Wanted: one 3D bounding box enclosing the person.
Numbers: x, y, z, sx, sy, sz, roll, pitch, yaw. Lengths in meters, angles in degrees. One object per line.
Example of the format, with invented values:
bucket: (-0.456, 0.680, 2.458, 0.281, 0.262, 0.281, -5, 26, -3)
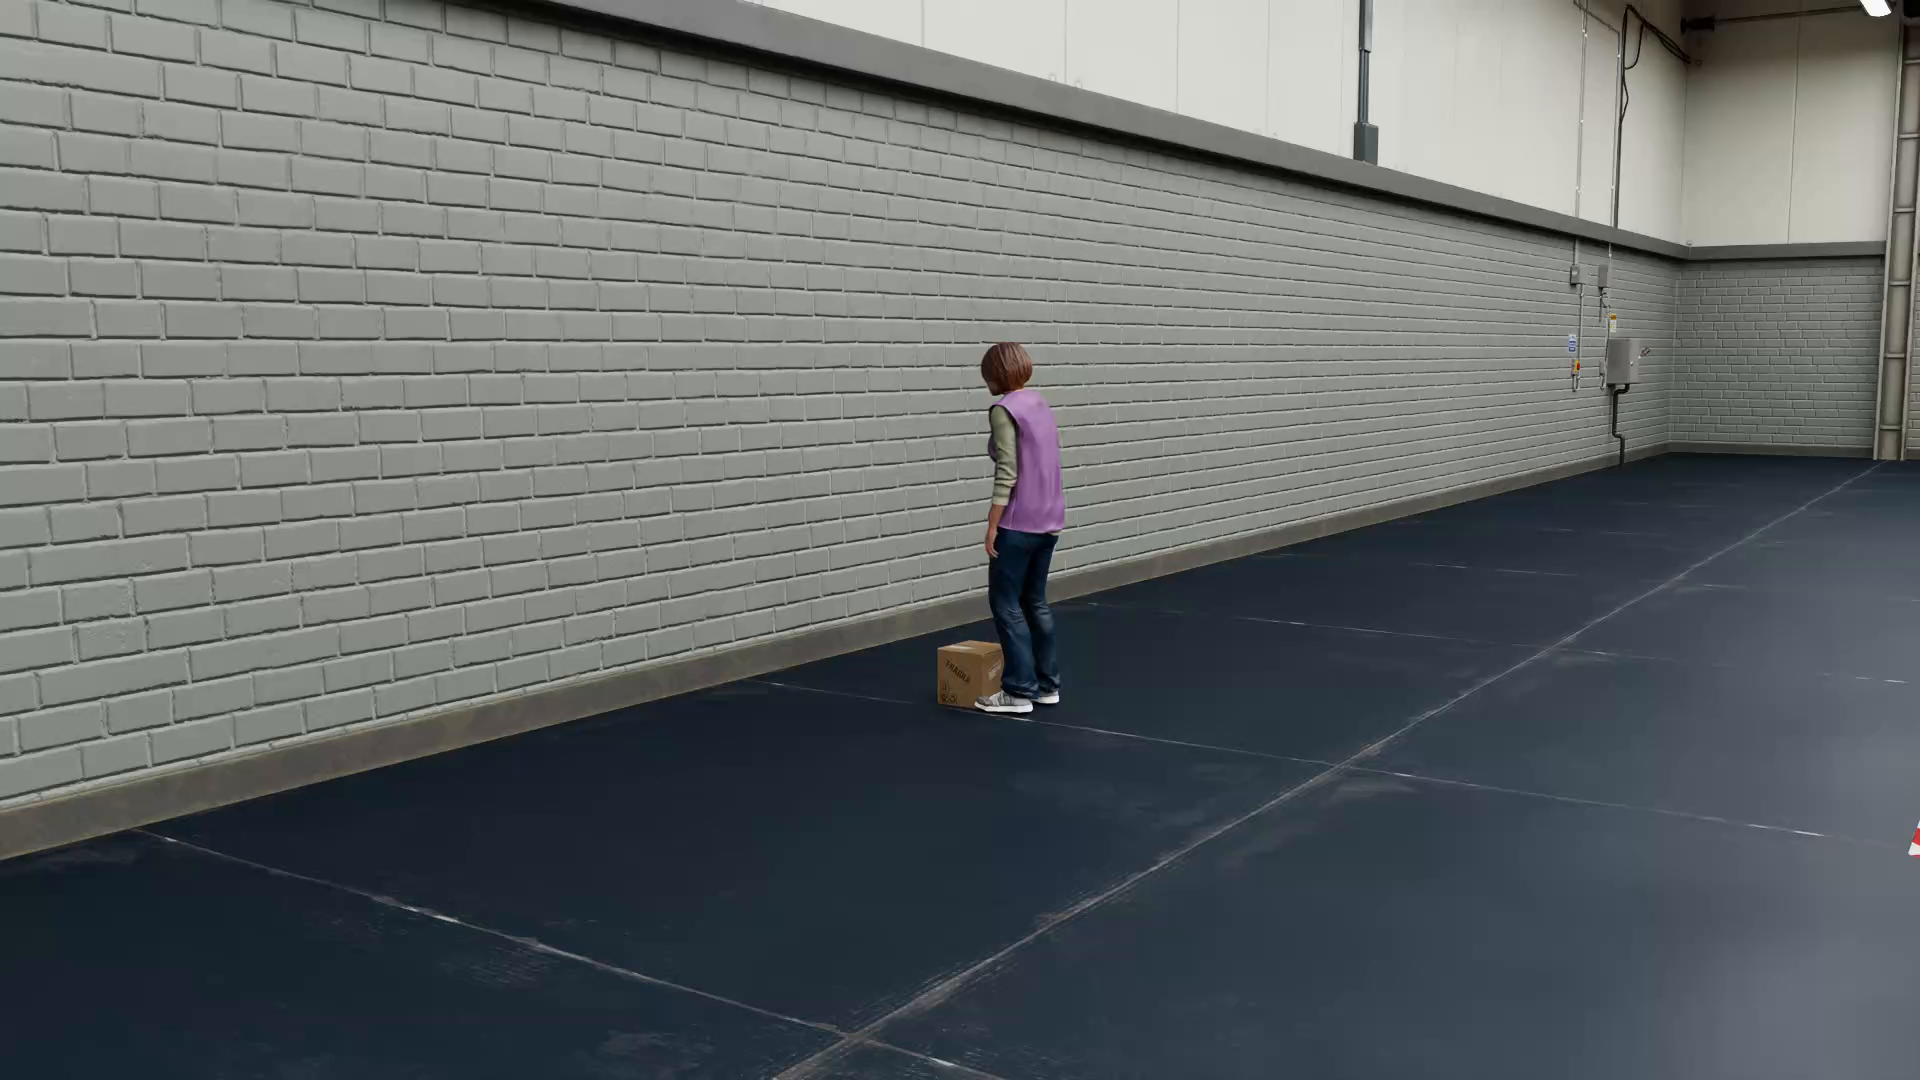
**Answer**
person: (0.265, -0.053, 7.167, 0.347, 1.592, 0.484, 4, 8, 33)
